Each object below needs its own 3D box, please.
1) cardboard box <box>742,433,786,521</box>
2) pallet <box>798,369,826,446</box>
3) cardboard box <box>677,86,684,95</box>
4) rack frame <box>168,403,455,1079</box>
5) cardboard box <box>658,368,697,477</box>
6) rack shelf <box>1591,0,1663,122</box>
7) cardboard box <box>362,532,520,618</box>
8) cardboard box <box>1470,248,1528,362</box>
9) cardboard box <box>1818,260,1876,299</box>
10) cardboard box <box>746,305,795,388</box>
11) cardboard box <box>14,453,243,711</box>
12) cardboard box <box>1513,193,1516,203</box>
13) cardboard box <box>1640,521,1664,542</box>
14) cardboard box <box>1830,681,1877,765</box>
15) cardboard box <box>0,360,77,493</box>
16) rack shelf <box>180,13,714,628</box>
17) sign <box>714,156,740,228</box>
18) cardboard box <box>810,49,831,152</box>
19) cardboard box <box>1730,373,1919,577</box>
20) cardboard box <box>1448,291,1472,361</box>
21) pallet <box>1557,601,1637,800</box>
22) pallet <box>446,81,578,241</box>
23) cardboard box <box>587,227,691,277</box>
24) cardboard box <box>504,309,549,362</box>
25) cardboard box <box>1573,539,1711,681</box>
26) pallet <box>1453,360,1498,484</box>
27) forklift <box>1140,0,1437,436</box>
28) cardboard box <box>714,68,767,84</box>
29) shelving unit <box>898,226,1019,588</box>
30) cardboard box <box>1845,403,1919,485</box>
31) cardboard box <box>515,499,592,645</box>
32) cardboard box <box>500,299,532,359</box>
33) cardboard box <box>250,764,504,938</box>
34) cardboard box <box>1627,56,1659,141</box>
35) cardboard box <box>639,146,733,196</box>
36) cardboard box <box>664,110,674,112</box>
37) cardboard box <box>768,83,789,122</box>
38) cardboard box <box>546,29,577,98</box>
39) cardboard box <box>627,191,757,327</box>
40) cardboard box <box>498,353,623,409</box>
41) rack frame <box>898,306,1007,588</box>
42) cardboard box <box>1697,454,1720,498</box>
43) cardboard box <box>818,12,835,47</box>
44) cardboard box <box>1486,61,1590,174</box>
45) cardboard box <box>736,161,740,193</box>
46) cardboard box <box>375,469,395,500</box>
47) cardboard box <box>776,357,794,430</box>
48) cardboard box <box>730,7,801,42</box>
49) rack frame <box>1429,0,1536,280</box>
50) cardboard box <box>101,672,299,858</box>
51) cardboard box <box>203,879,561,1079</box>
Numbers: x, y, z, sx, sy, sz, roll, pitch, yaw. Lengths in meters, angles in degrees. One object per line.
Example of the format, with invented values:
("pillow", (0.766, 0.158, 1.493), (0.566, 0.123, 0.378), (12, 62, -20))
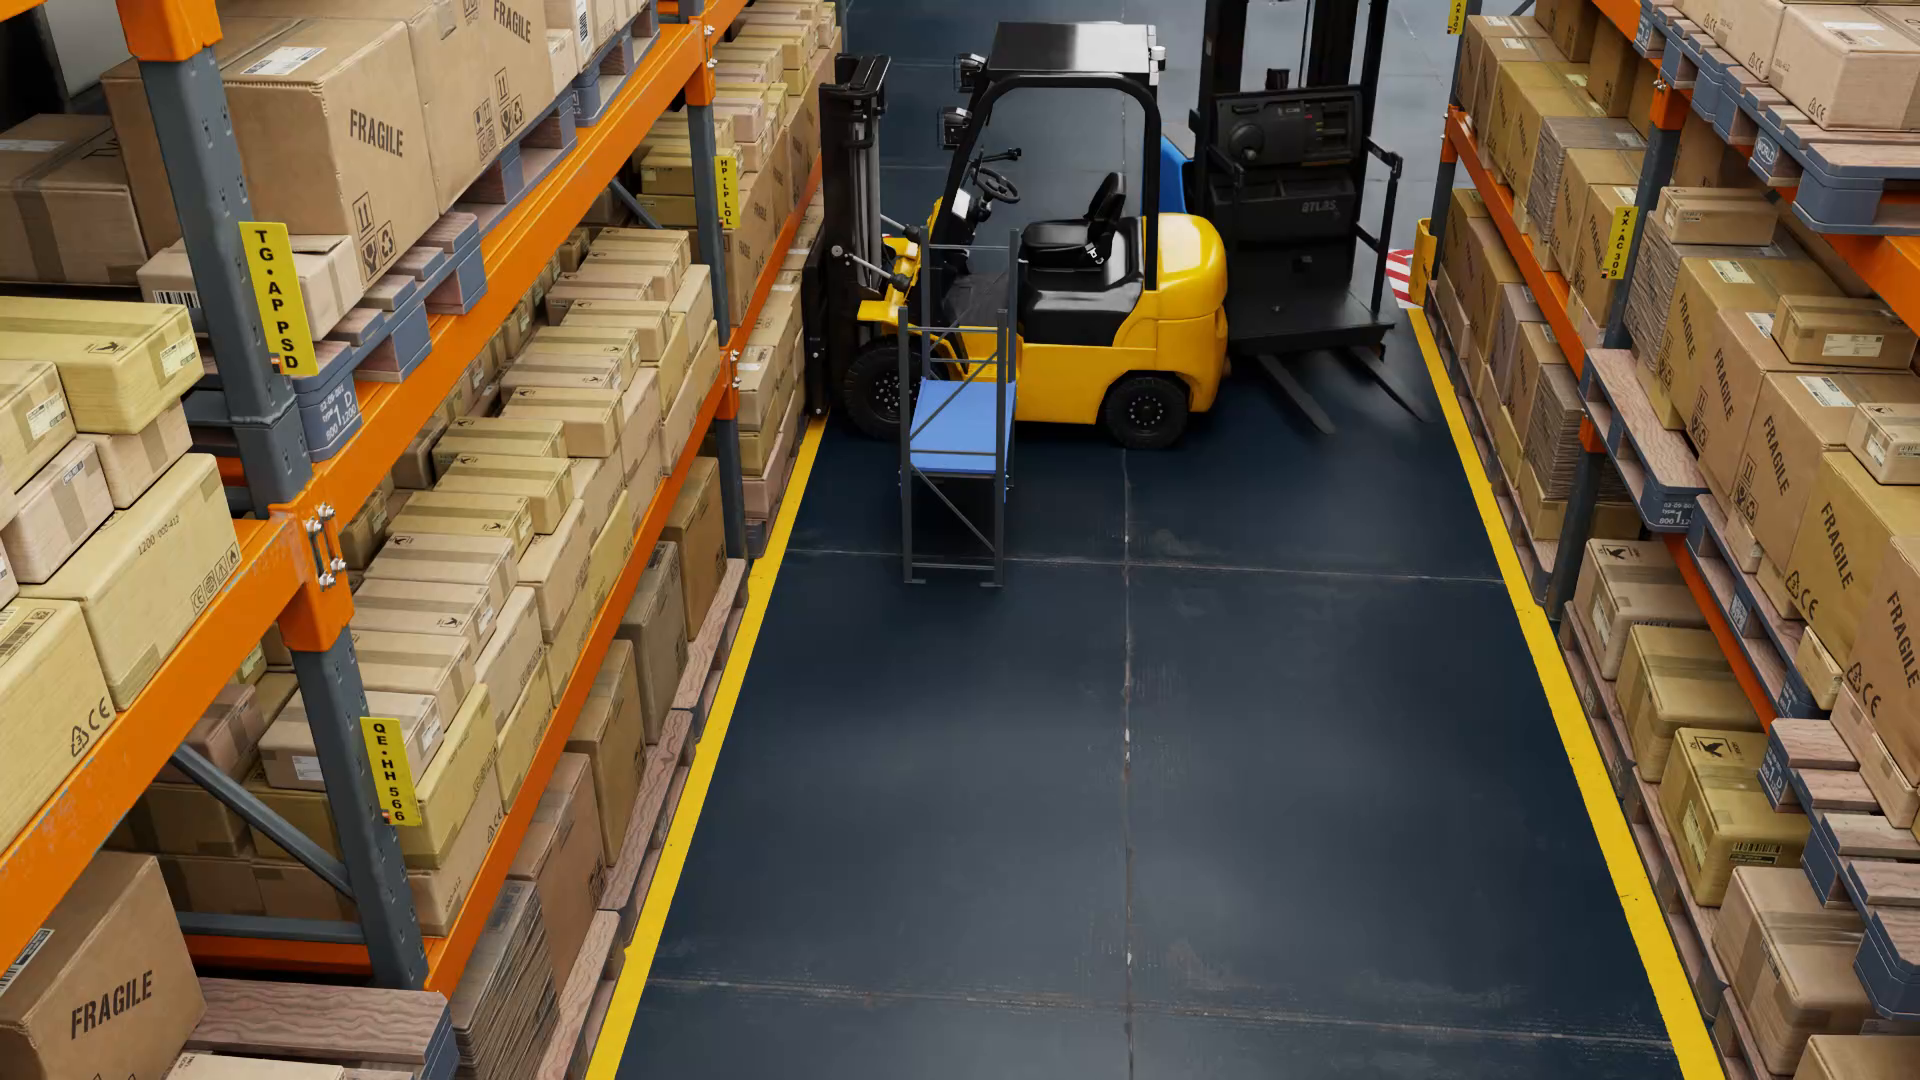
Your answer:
("cardboard box", (-1.204, -0.343, 8.668), (0.500, 0.250, 0.500), (3, 32, 4))
("pallet", (-1.371, -0.963, 10.111), (1.003, 0.211, 1.213), (2, 32, 4))
("cardboard box", (-1.661, -2.520, 8.984), (0.380, 0.149, 0.250), (3, 32, 5))
("rack frame", (-1.899, 0.996, 4.275), (1.000, 3.000, 0.127), (2, 32, 4))
("cardboard box", (-1.389, -0.494, 6.836), (0.500, 0.250, 0.500), (2, 32, 4))
("rack shelf", (3.537, -2.902, 8.427), (1.077, 0.370, 4.000), (2, 32, 4))
("cardboard box", (-1.555, 0.111, 4.998), (0.380, 0.149, 0.250), (3, 32, 5))
("cardboard box", (3.270, -1.347, 9.582), (0.500, 0.500, 0.500), (3, 32, 5))
("cardboard box", (3.526, -0.723, 6.285), (0.500, 0.500, 0.500), (3, 32, 4))
("cardboard box", (-1.170, -1.036, 8.840), (0.500, 0.250, 0.500), (3, 32, 4))
("cardboard box", (-1.699, 0.061, 3.075), (0.500, 0.250, 0.500), (1, 32, 2))
("cardboard box", (3.290, -1.889, 9.196), (0.380, 0.149, 0.250), (2, 32, 3))
("cardboard box", (3.691, -0.191, 8.422), (0.500, 0.250, 0.500), (1, 32, 2))
("cardboard box", (2.794, 0.544, 4.847), (0.380, 0.149, 0.250), (1, 32, 2))
("cardboard box", (-1.759, -0.188, 2.817), (0.380, 0.149, 0.250), (1, 32, 2))
("rack shelf", (-1.737, -1.021, 5.374), (1.077, 0.370, 4.000), (2, 32, 4))
("sign", (-1.032, -1.537, 7.357), (0.100, 0.325, 0.005), (2, 32, 4))
("cardboard box", (-1.078, -2.691, 10.162), (0.500, 0.500, 0.500), (3, 32, 6))
("cardboard box", (2.925, -0.212, 5.456), (0.500, 0.500, 0.500), (1, 32, 2))
("cardboard box", (3.309, -1.309, 10.236), (0.500, 0.250, 0.500), (4, 32, 6))
("pallet", (3.312, 0.708, 7.399), (1.003, 0.211, 1.213), (2, 32, 4))
("pallet", (-1.845, -1.145, 5.069), (1.003, 0.211, 1.213), (4, 32, 6))
("cardboard box", (-1.380, -1.227, 7.168), (0.380, 0.149, 0.250), (4, 32, 6))
("cardboard box", (-1.922, -0.728, 6.739), (0.500, 0.250, 0.500), (2, 32, 3))
("cardboard box", (3.334, 0.328, 7.462), (0.950, 0.372, 0.625), (3, 32, 5))
("pallet", (3.490, -0.691, 9.670), (1.003, 0.211, 1.213), (2, 32, 4))
("forklift", (2.054, -2.459, 9.946), (1.130, 2.935, 3.031), (-6, 32, -10))
("cardboard box", (-1.226, -2.372, 8.743), (0.380, 0.149, 0.250), (2, 32, 4))
("shelving unit", (0.007, -0.683, 8.429), (0.538, 1.500, 1.048), (2, 32, 4))
("cardboard box", (2.900, -0.286, 4.957), (0.380, 0.149, 0.250), (1, 32, 2))
("cardboard box", (-1.517, 0.090, 5.411), (0.500, 0.250, 0.500), (2, 32, 3))
("cardboard box", (-1.912, -0.837, 6.535), (0.380, 0.149, 0.250), (2, 32, 4))
("cardboard box", (-1.620, 0.838, 4.674), (0.500, 0.250, 0.500), (3, 32, 4))
("cardboard box", (3.757, -2.229, 8.176), (0.700, 0.500, 0.500), (2, 32, 3))
("cardboard box", (-1.252, -1.695, 7.645), (0.380, 0.149, 0.250), (3, 32, 5))
("cardboard box", (-1.692, -2.127, 8.629), (0.380, 0.149, 0.250), (3, 32, 6))
("cardboard box", (-1.140, -2.378, 9.036), (0.380, 0.149, 0.250), (2, 32, 3))
("cardboard box", (-1.423, -1.496, 5.203), (0.380, 0.149, 0.250), (2, 32, 3))
("cardboard box", (-1.277, -1.359, 8.001), (0.500, 0.500, 0.500), (2, 32, 3))
("cardboard box", (-1.455, -0.557, 6.081), (0.380, 0.149, 0.250), (3, 32, 4))
("rack frame", (-0.034, -0.417, 7.998), (0.500, 1.500, 0.032), (2, 32, 4))
("cardboard box", (2.975, -0.268, 6.165), (0.380, 0.149, 0.250), (3, 32, 5))
("cardboard box", (-0.988, -3.178, 10.334), (0.380, 0.149, 0.250), (3, 32, 5))
("cardboard box", (3.305, -2.373, 9.363), (0.500, 0.500, 0.500), (2, 32, 3))
("cardboard box", (-1.266, -1.706, 7.945), (0.380, 0.149, 0.250), (3, 32, 5))
("cardboard box", (-2.096, -0.175, 5.461), (0.380, 0.149, 0.250), (2, 32, 3))
("cardboard box", (-1.188, -0.820, 8.966), (0.500, 0.250, 0.500), (2, 32, 4))
("cardboard box", (-1.145, -3.041, 9.829), (0.380, 0.149, 0.250), (3, 32, 4))
("rack frame", (3.699, -2.977, 10.722), (1.000, 3.000, 0.127), (2, 32, 4))
("cardboard box", (-2.140, 0.600, 4.584), (0.500, 0.250, 0.500), (3, 32, 5))
("cardboard box", (-1.835, 1.502, 5.316), (0.875, 0.625, 0.625), (3, 32, 6))
